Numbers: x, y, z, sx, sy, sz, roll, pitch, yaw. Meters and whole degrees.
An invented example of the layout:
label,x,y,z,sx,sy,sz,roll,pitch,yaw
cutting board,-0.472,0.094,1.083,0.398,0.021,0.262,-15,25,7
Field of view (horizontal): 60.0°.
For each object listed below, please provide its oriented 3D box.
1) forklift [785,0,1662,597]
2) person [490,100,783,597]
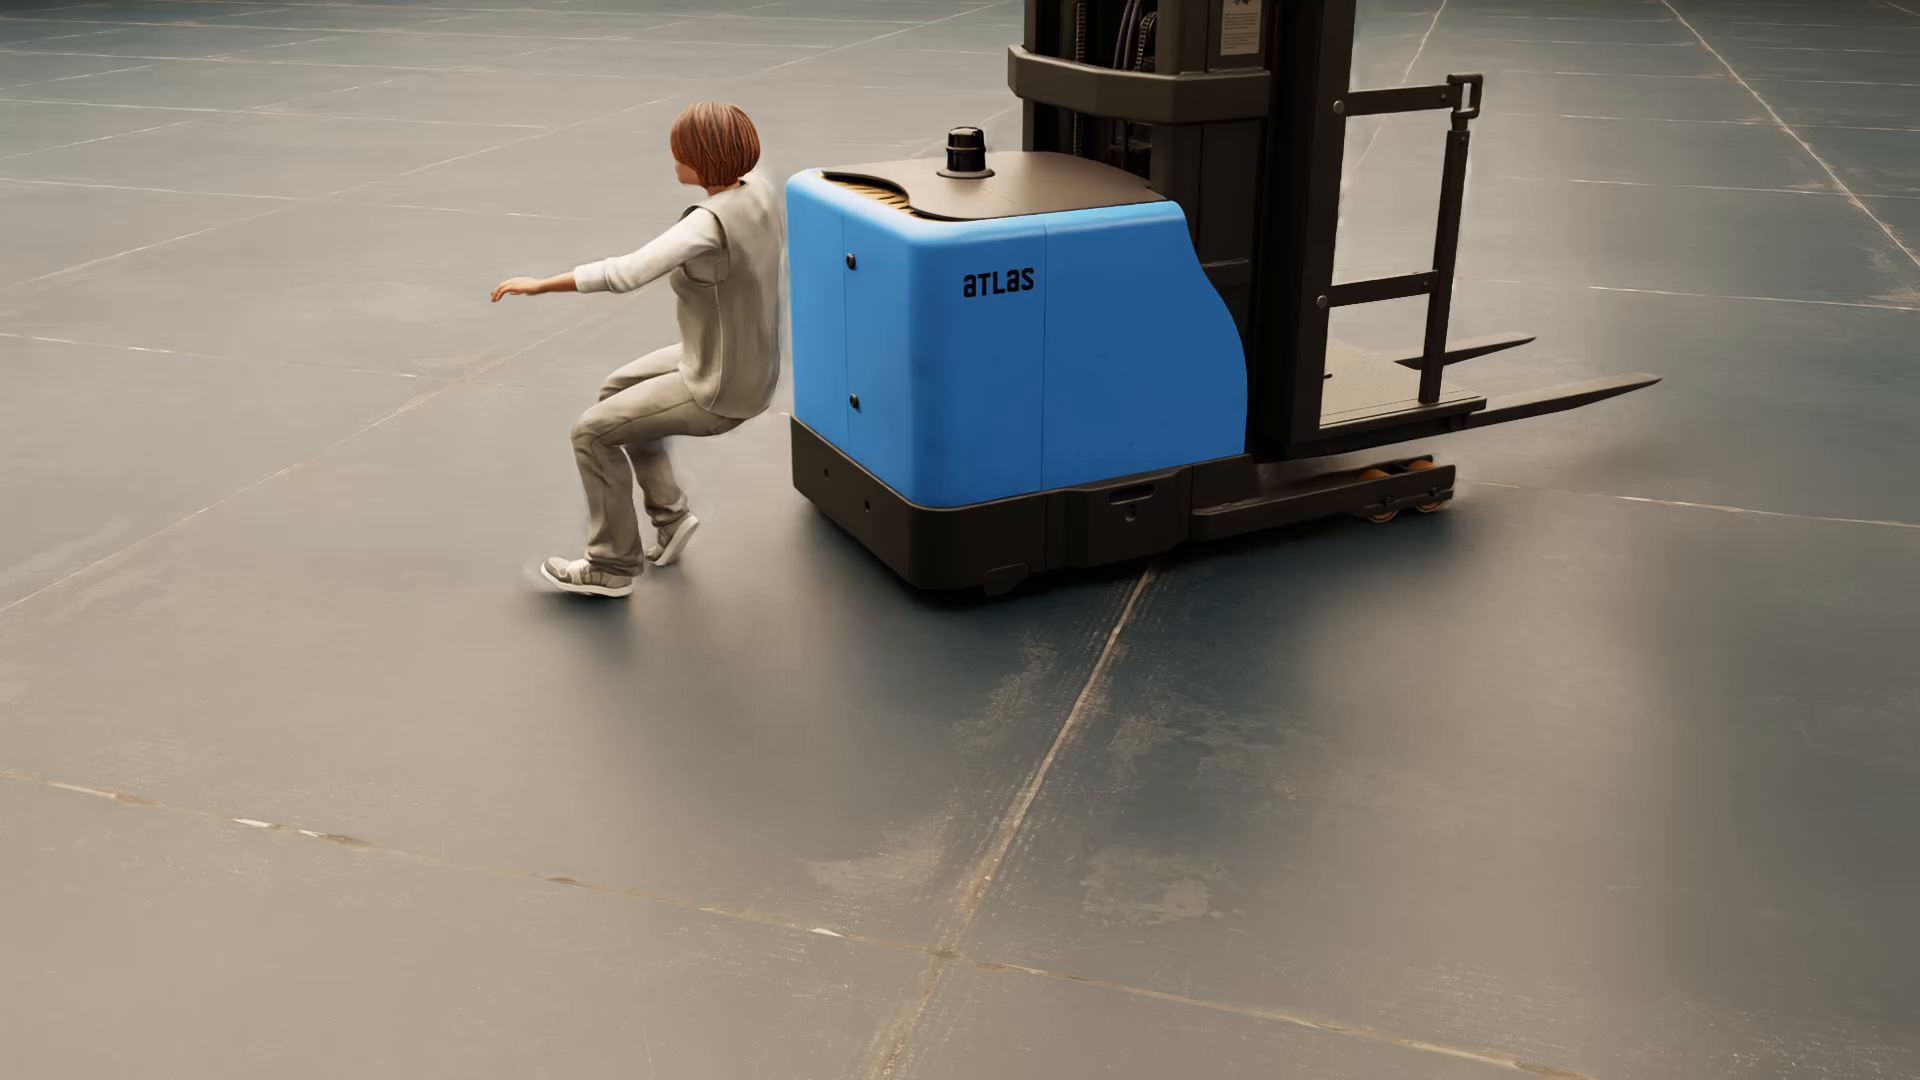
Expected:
label,x,y,z,sx,sy,sz,roll,pitch,yaw
forklift,1.010,-1.575,5.095,3.031,2.935,1.130,-11,25,-25
person,-0.832,-0.503,4.567,0.713,1.408,0.913,2,23,5
